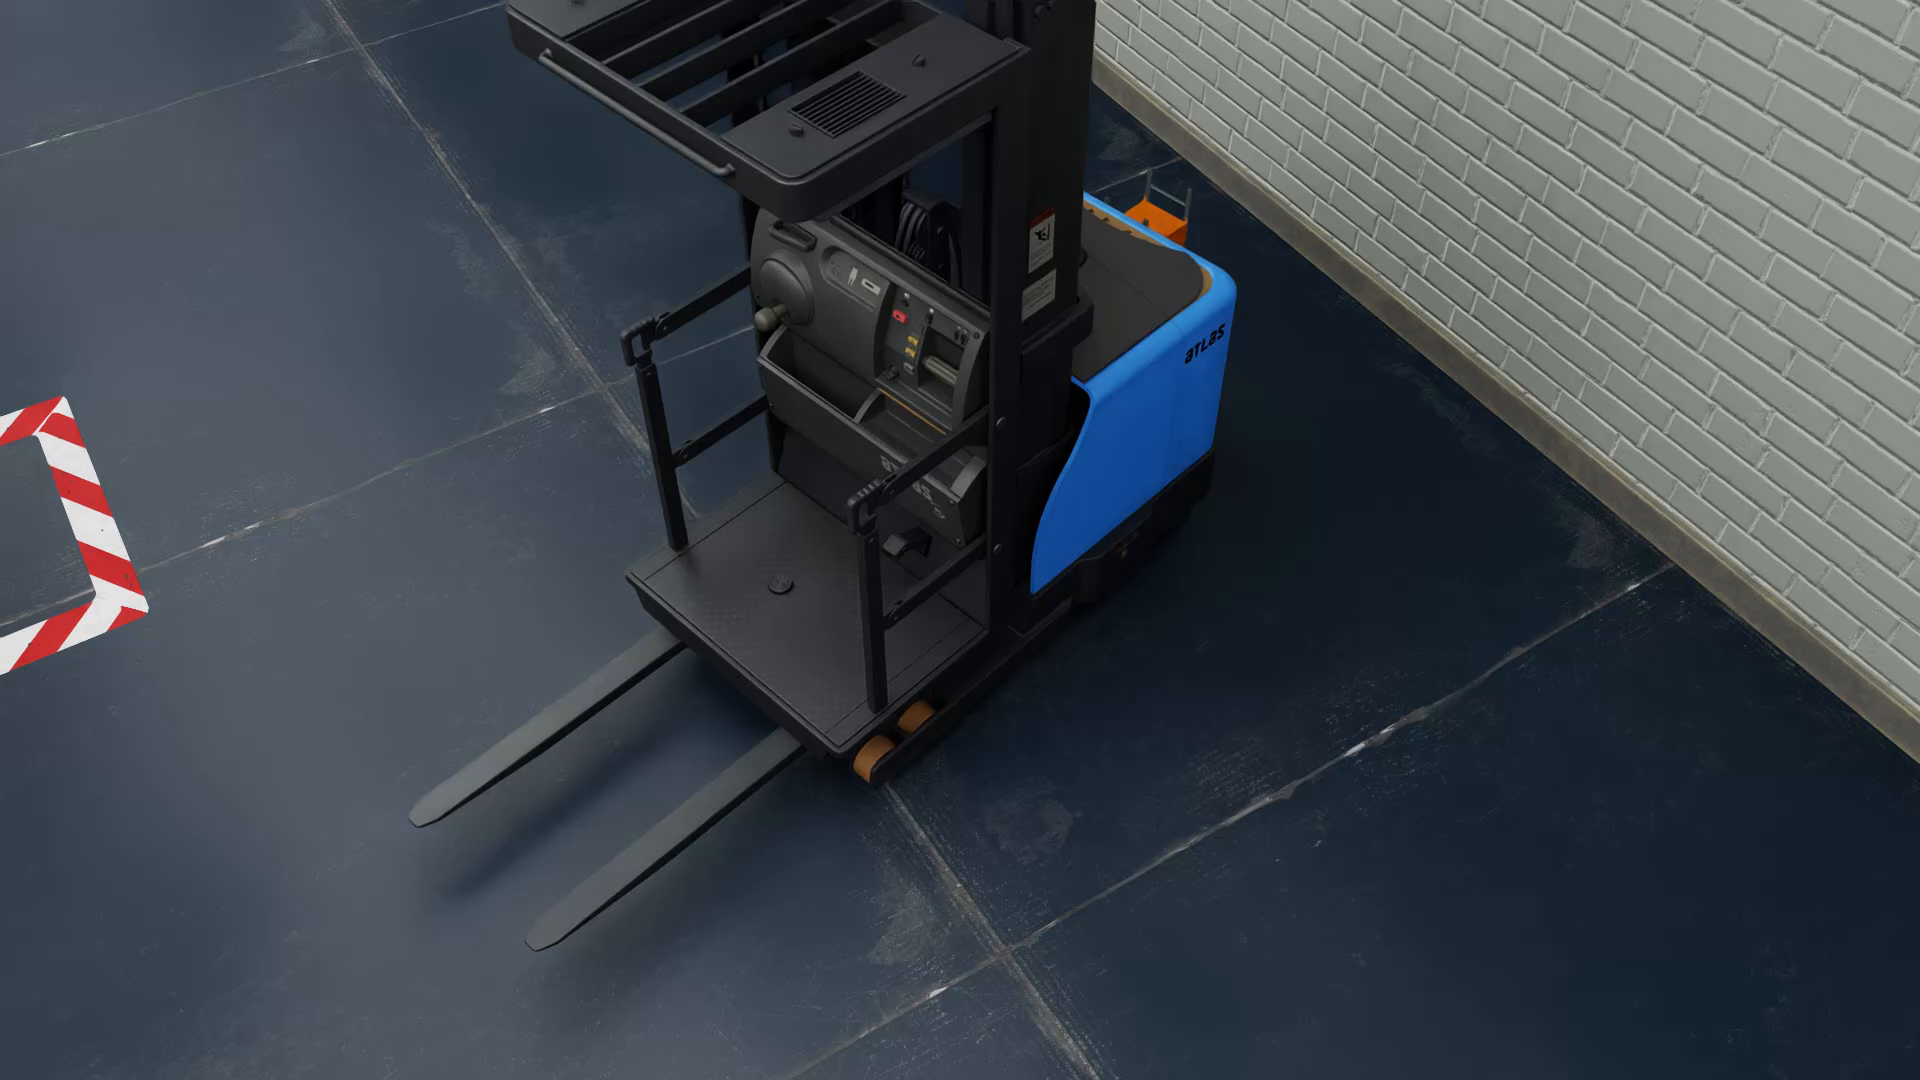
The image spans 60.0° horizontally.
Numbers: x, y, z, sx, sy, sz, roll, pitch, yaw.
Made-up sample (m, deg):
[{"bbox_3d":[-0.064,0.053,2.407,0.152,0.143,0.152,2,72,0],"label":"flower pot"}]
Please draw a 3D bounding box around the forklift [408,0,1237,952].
[{"bbox_3d":[-0.433,-0.603,4.825,1.130,2.935,3.031,36,57,28],"label":"forklift"}]

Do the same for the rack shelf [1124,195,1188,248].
[{"bbox_3d":[0.674,-1.072,6.135,0.215,0.259,0.240,36,57,28],"label":"rack shelf"}]

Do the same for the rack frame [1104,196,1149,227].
[{"bbox_3d":[0.588,-0.825,6.280,0.200,1.050,0.008,36,57,28],"label":"rack frame"}]

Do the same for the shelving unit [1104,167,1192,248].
[{"bbox_3d":[0.673,-0.890,6.339,0.215,1.050,0.252,36,57,28],"label":"shelving unit"}]

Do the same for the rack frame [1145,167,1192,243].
[{"bbox_3d":[0.758,-0.955,6.398,0.200,1.050,0.008,36,57,28],"label":"rack frame"}]
